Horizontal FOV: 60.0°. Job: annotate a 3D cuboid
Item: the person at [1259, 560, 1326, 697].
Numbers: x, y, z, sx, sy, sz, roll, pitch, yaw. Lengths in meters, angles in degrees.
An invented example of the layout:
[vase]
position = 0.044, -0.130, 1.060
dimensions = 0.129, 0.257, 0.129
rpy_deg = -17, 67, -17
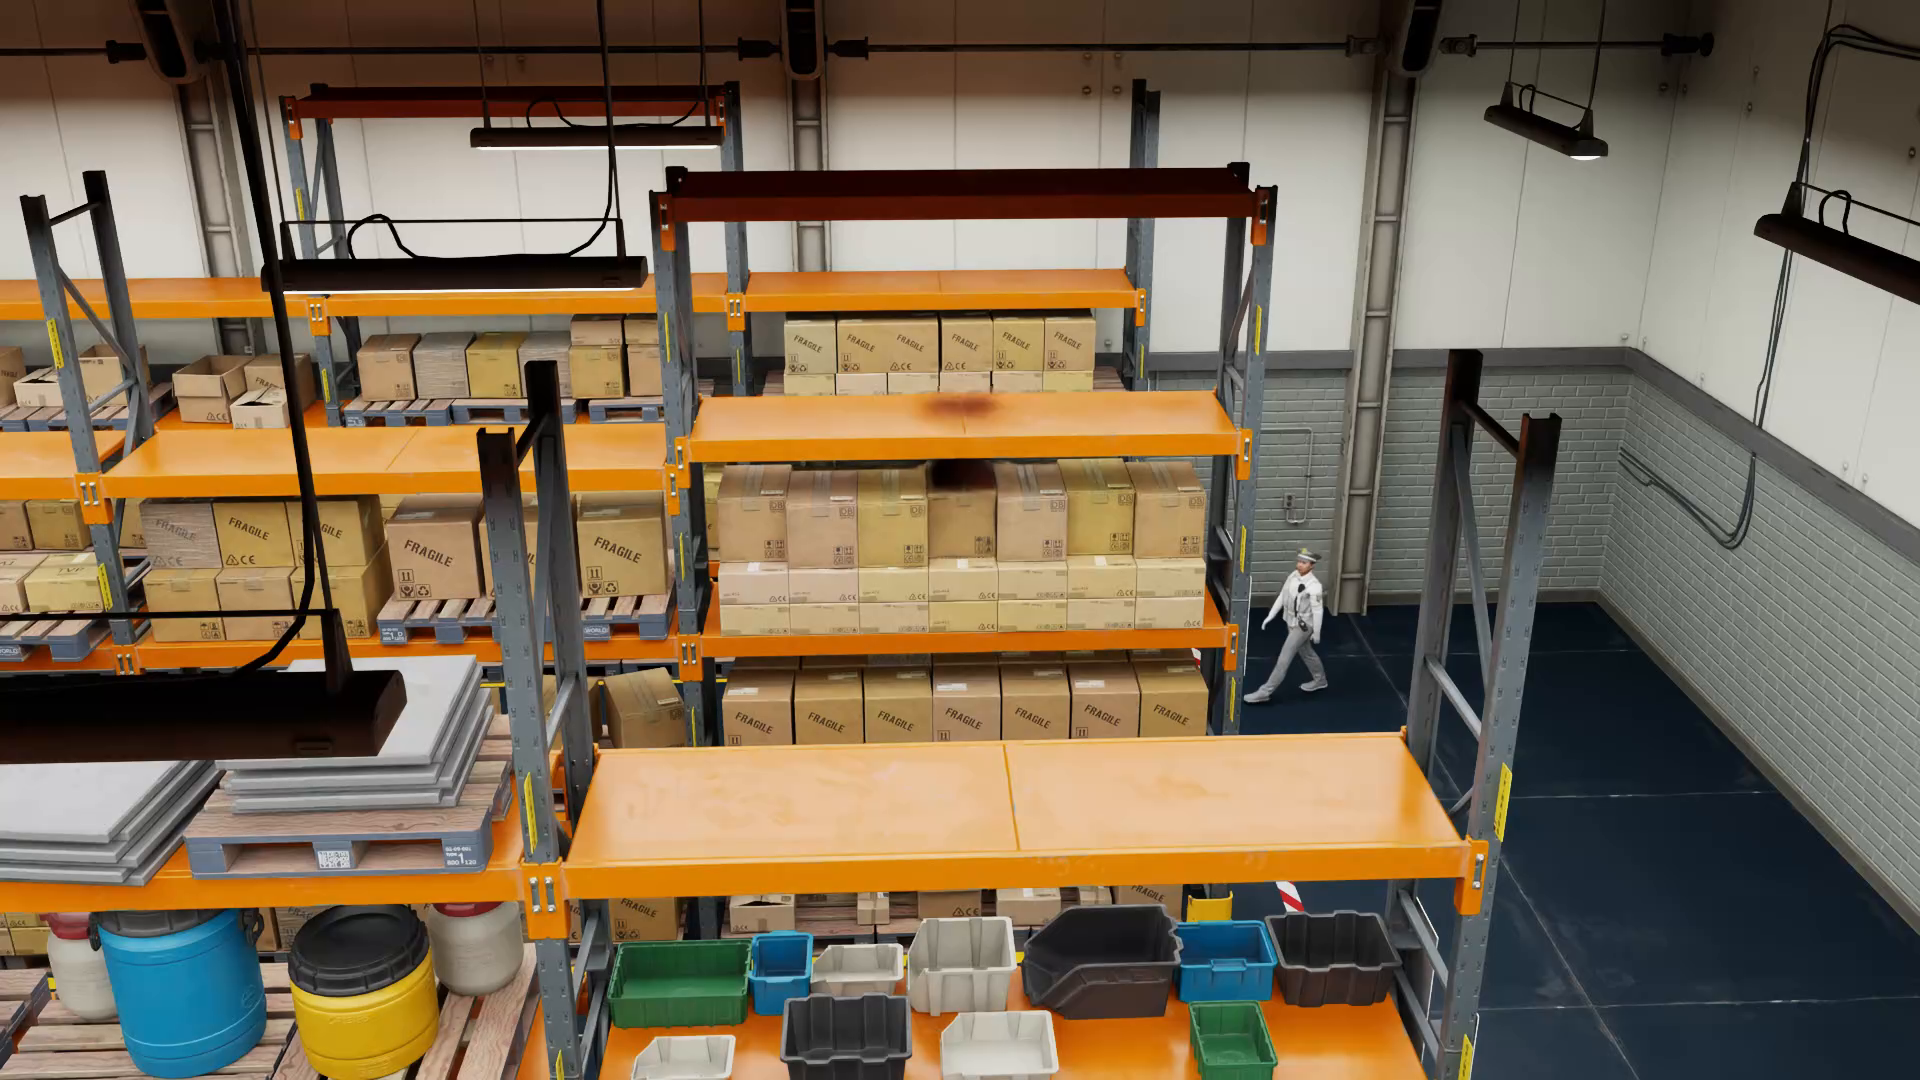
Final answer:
[person]
position = 3.420, 0.829, 16.847
dimensions = 0.796, 1.533, 0.376
rpy_deg = -4, 23, -10
